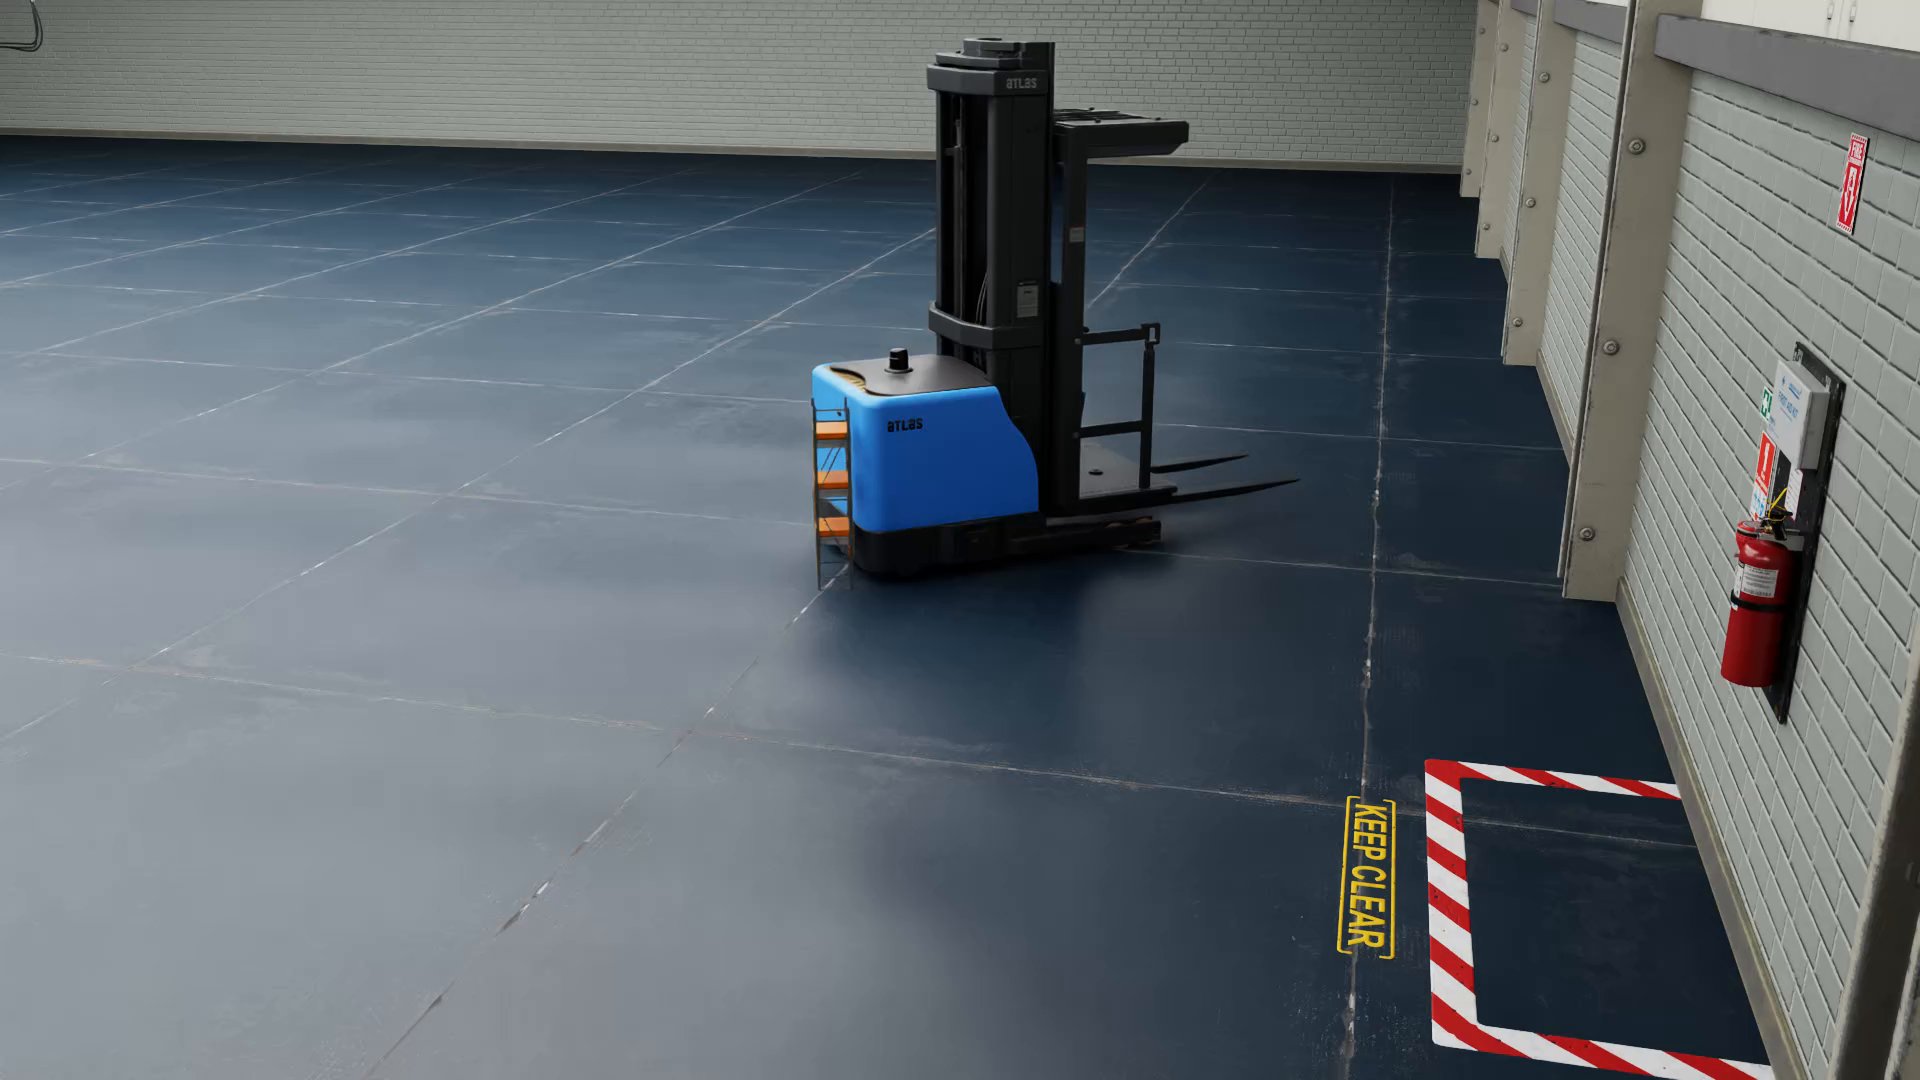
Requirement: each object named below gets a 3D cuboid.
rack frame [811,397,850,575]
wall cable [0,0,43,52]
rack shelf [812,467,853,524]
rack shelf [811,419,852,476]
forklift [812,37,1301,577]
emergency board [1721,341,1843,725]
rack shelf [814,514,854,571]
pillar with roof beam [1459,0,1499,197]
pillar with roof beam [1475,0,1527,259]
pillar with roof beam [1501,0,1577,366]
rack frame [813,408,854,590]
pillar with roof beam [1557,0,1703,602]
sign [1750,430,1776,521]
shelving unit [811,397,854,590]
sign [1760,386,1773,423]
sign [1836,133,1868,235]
[{"bbox_3d":[-0.729,-0.297,9.434,0.200,1.050,0.008,-2,19,-6],"label":"rack frame"},{"bbox_3d":[-20.592,-11.466,34.640,3.097,2.526,0.112,5,19,13],"label":"wall cable"},{"bbox_3d":[-0.714,-0.248,9.323,0.215,0.259,0.240,-2,19,-6],"label":"rack shelf"},{"bbox_3d":[-0.714,-0.517,9.231,0.215,0.259,0.240,-2,19,-6],"label":"rack shelf"},{"bbox_3d":[0.668,-1.472,9.963,3.031,2.935,1.130,-8,20,-22],"label":"forklift"},{"bbox_3d":[2.728,-0.039,5.662,0.194,1.169,0.643,5,19,13],"label":"emergency board"},{"bbox_3d":[-0.714,0.015,9.413,0.215,0.259,0.240,-2,19,-6],"label":"rack shelf"},{"bbox_3d":[3.776,-9.969,25.453,9.100,9.000,0.400,5,19,13],"label":"pillar with roof beam"},{"bbox_3d":[2.310,-8.089,19.947,9.100,9.000,0.400,5,19,13],"label":"pillar with roof beam"},{"bbox_3d":[0.844,-6.208,14.441,9.100,9.000,0.400,5,19,13],"label":"pillar with roof beam"},{"bbox_3d":[-0.700,-0.219,9.205,0.200,1.050,0.008,-2,19,-6],"label":"rack frame"},{"bbox_3d":[-0.622,-4.327,8.935,9.100,9.000,0.400,5,19,13],"label":"pillar with roof beam"},{"bbox_3d":[2.963,-0.221,6.140,0.001,0.329,0.234,5,19,13],"label":"sign"},{"bbox_3d":[-0.714,-0.258,9.319,0.215,1.050,0.252,-2,19,-6],"label":"shelving unit"},{"bbox_3d":[2.953,-0.472,6.052,0.001,0.109,0.331,5,19,13],"label":"sign"},{"bbox_3d":[2.826,-1.131,5.272,0.001,0.298,0.199,5,19,13],"label":"sign"}]
